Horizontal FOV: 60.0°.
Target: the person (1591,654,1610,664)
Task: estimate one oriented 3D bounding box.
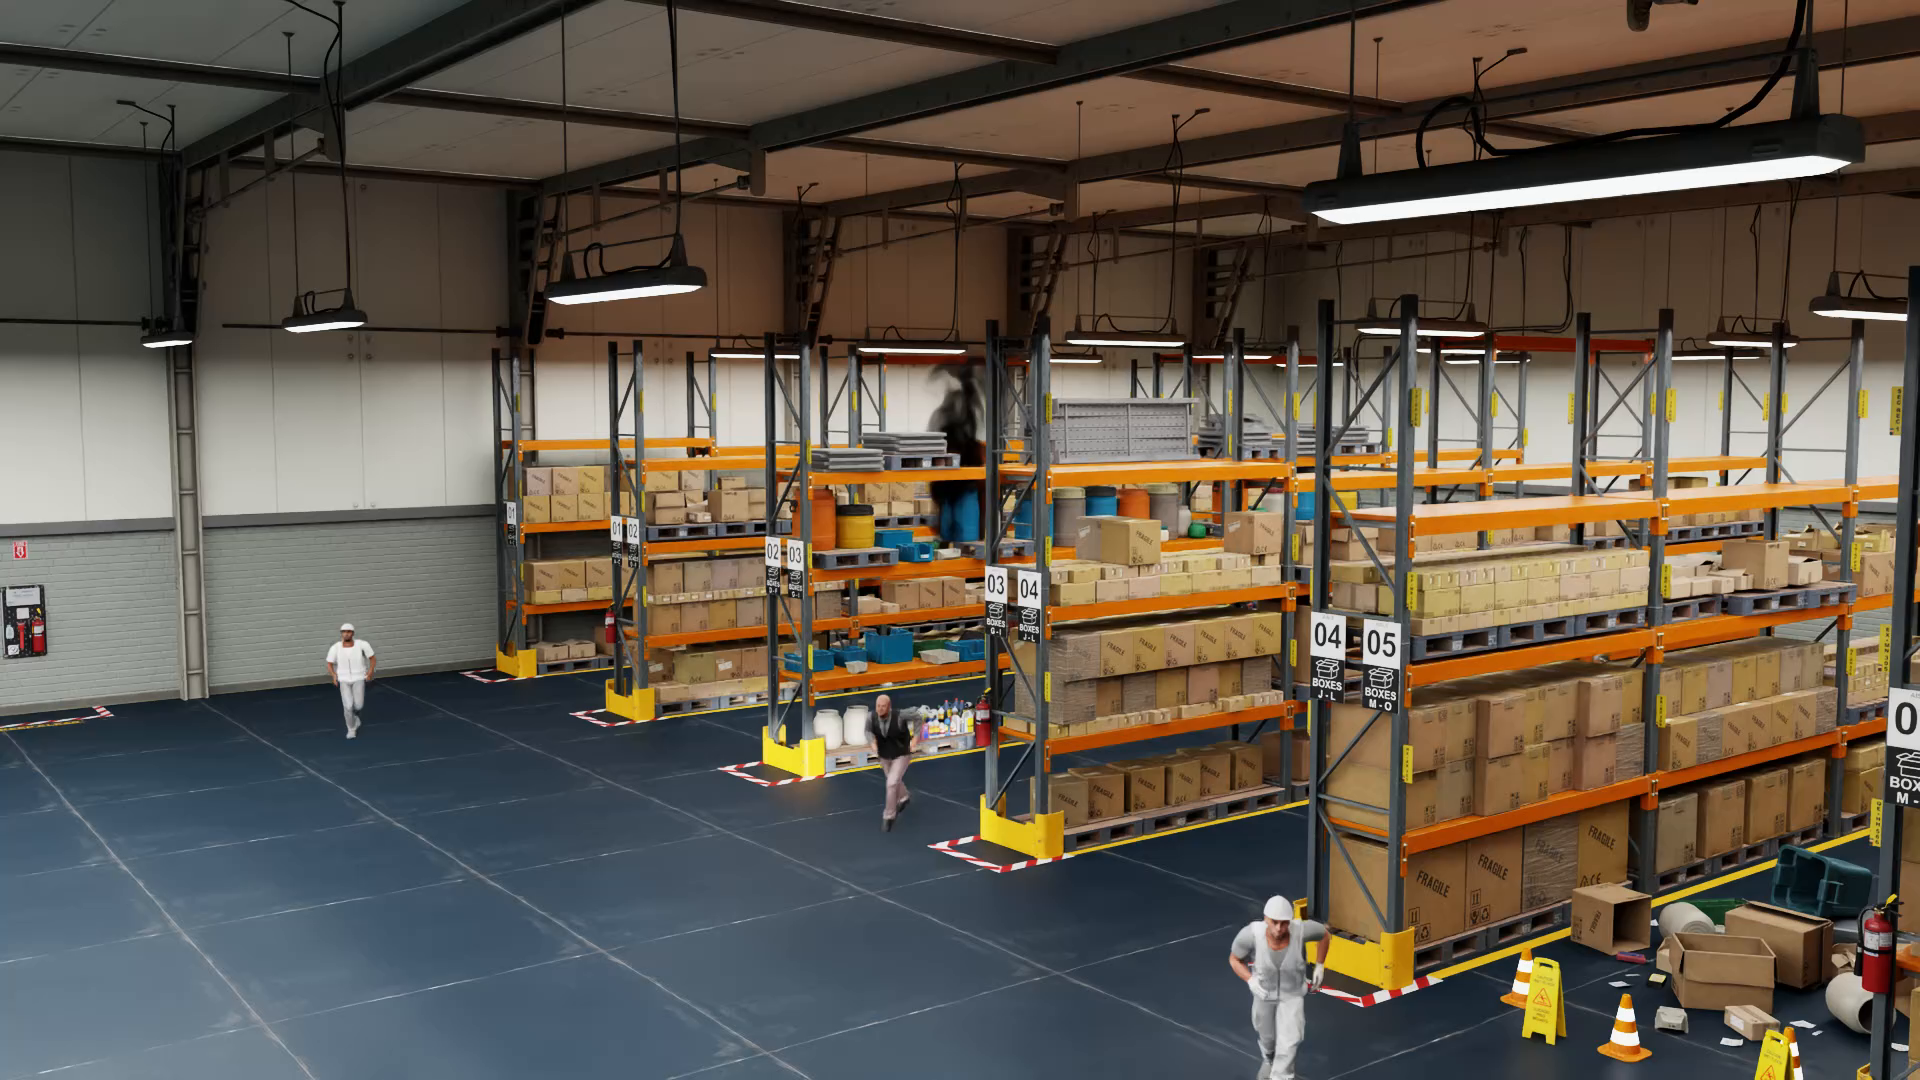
[{"bbox_3d":[8.720,2.339,22.745,0.724,1.654,0.625,-5,7,-42],"label":"person"}]

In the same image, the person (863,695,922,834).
[{"bbox_3d":[-0.766,2.704,19.946,0.702,1.527,0.991,2,5,17],"label":"person"}]

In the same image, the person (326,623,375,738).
[{"bbox_3d":[-9.178,2.109,25.066,0.698,1.729,0.544,-2,5,-17],"label":"person"}]

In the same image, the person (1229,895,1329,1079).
[{"bbox_3d":[2.278,3.296,11.924,0.704,1.732,1.055,1,5,8],"label":"person"}]

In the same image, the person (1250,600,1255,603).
[{"bbox_3d":[5.671,1.645,31.209,0.664,1.592,0.593,-3,6,-34],"label":"person"}]
